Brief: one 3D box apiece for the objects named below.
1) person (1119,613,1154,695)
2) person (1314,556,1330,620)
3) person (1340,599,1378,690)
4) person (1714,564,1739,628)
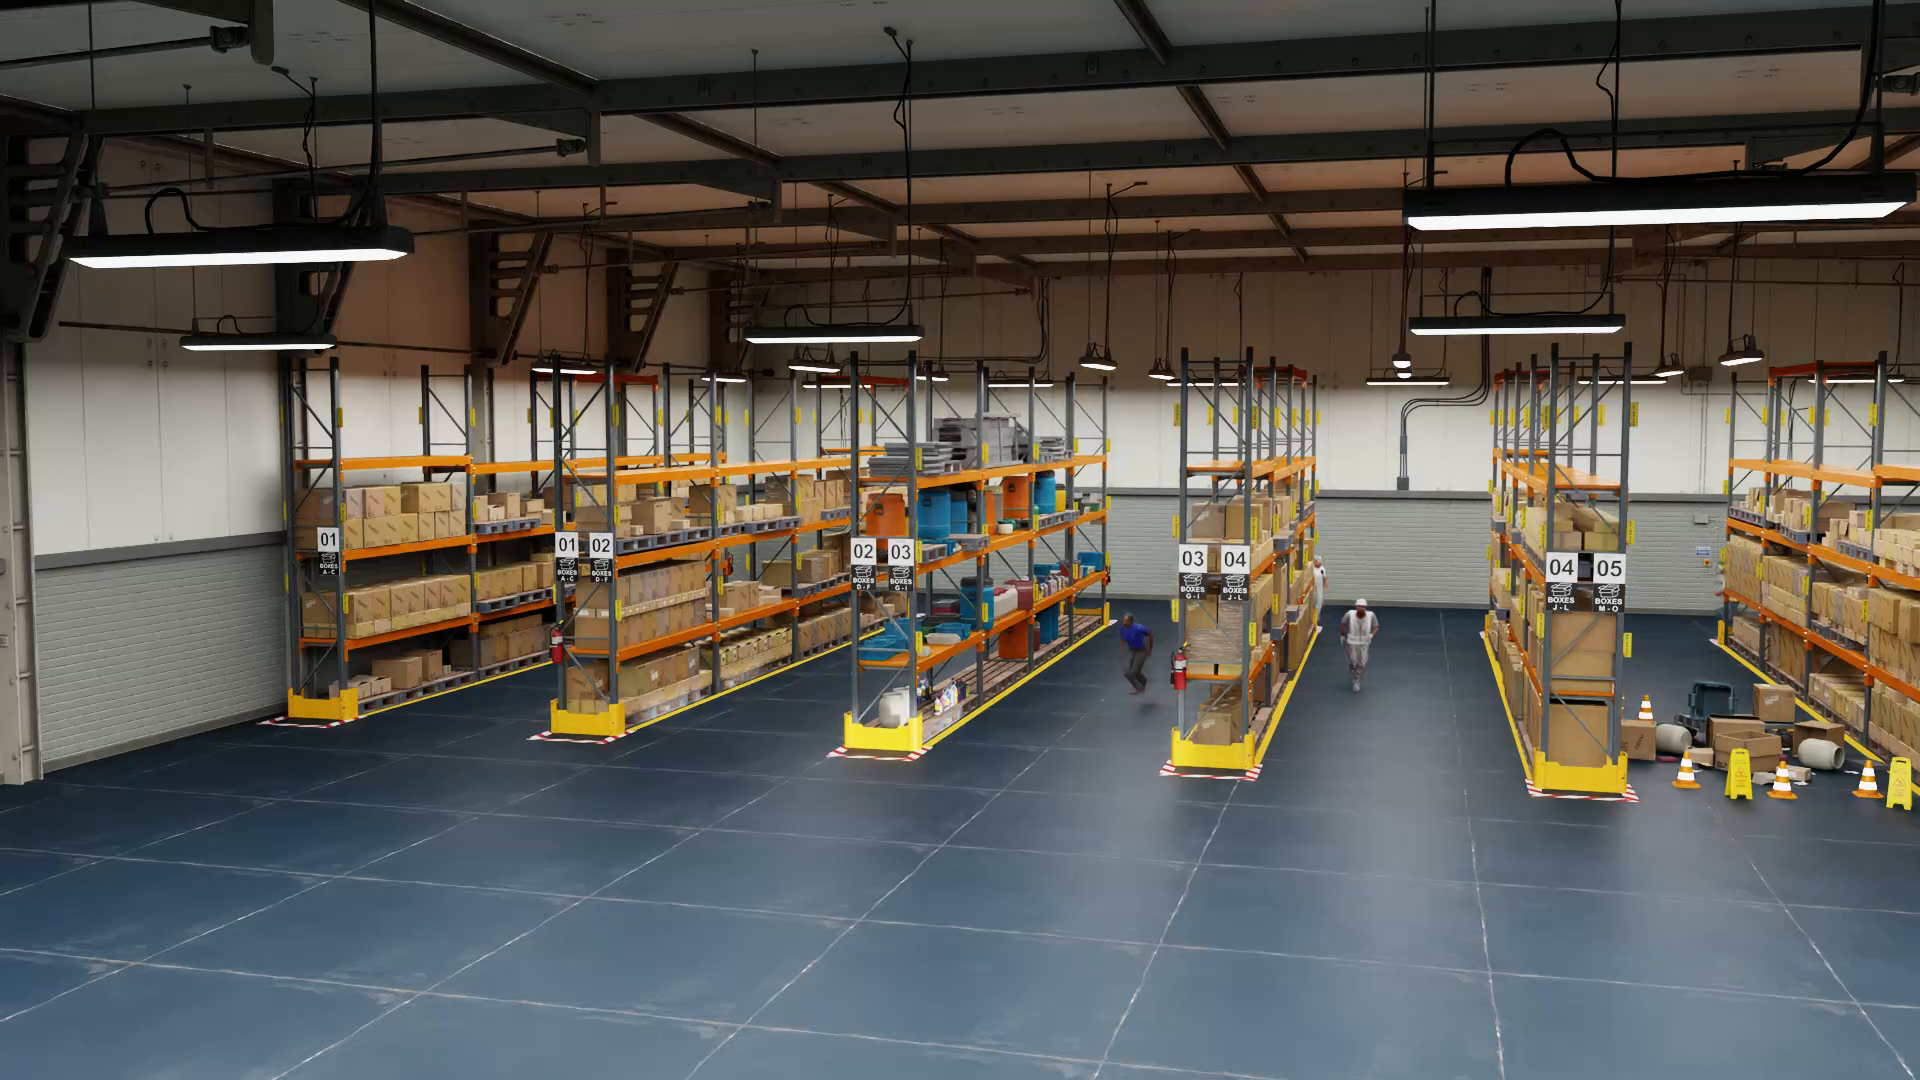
[{"bbox_3d":[3.011,1.936,28.291,0.592,1.454,0.751,3,5,33],"label":"person"},{"bbox_3d":[8.823,1.175,41.375,0.661,1.591,0.790,0,4,-5],"label":"person"},{"bbox_3d":[7.343,1.906,30.566,0.649,1.703,0.720,0,4,0],"label":"person"},{"bbox_3d":[17.576,1.373,37.889,0.730,1.693,0.721,2,5,28],"label":"person"}]
